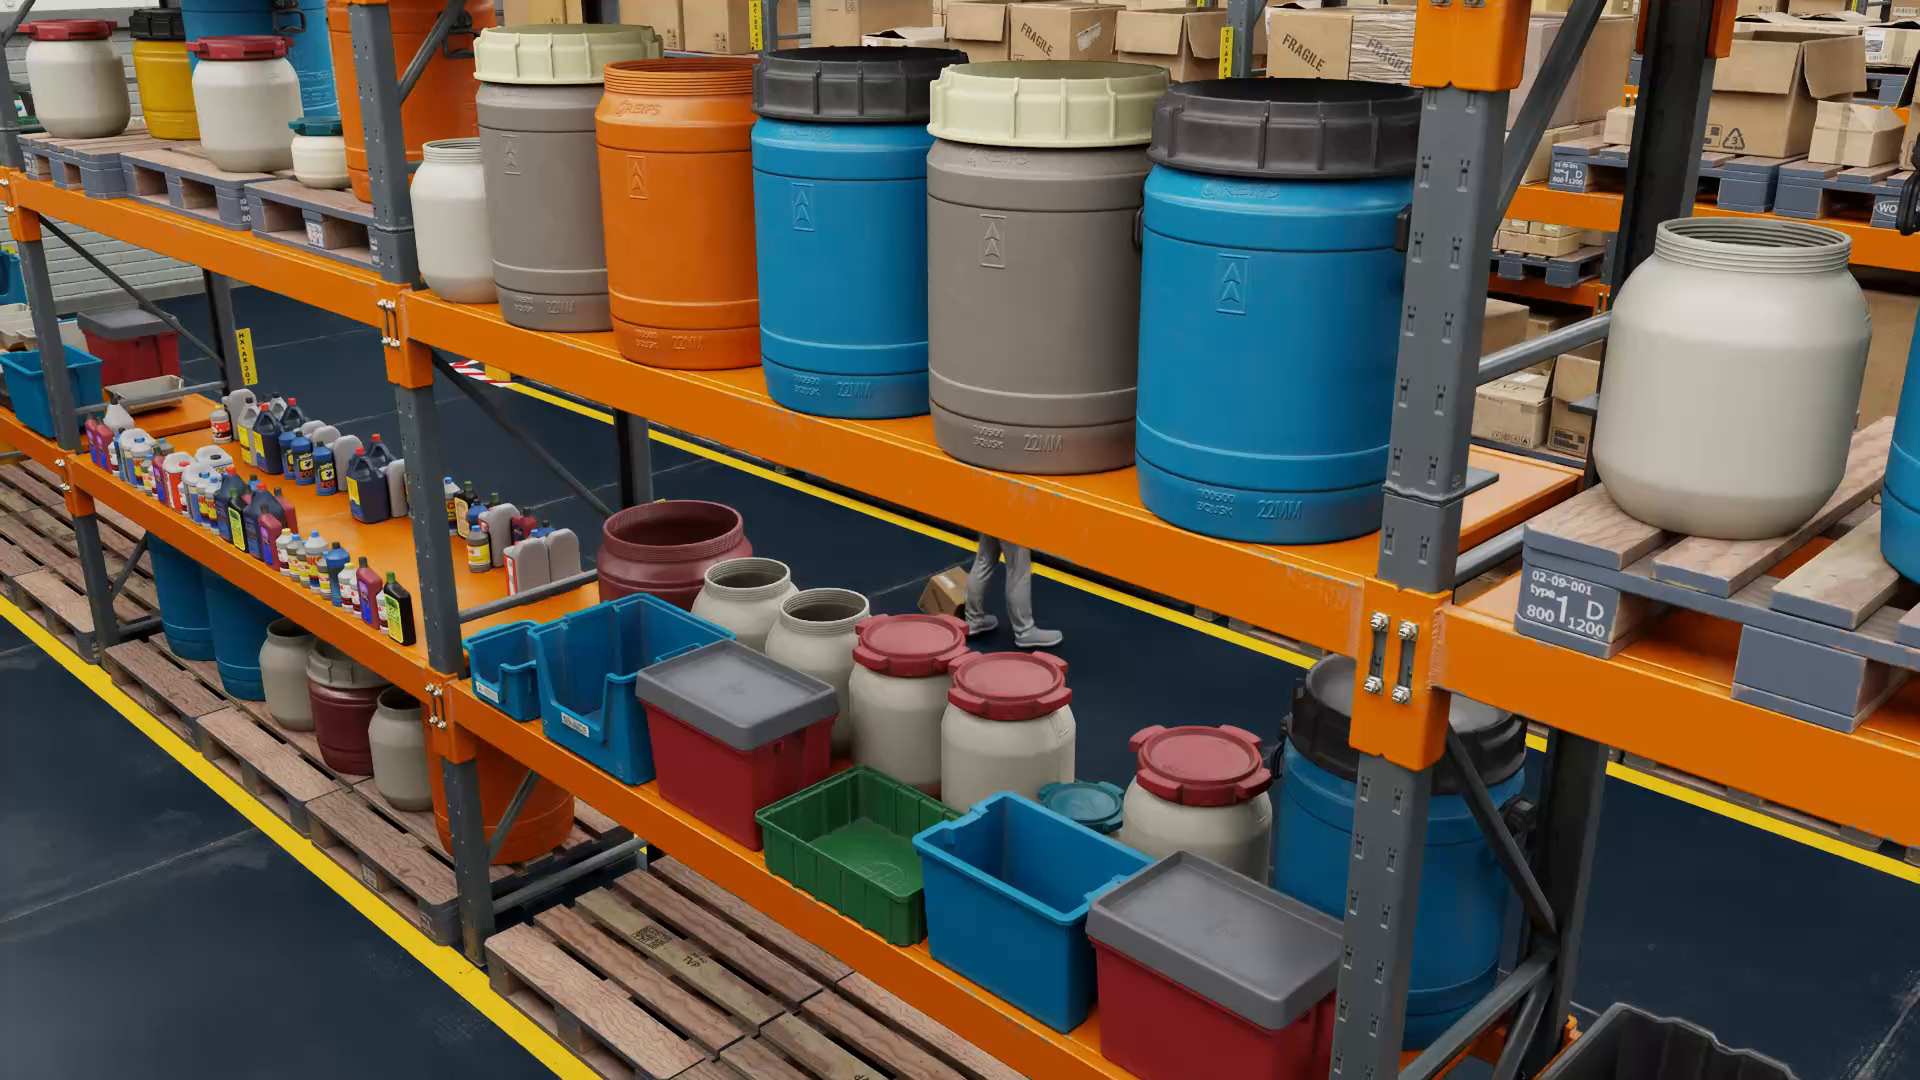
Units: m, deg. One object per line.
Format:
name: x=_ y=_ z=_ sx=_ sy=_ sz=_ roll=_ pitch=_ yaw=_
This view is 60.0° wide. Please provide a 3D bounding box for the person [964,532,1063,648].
person: x=0.309 y=-0.193 z=9.515 sx=0.571 sy=1.661 sz=0.554 roll=-3 pitch=21 yaw=-8
